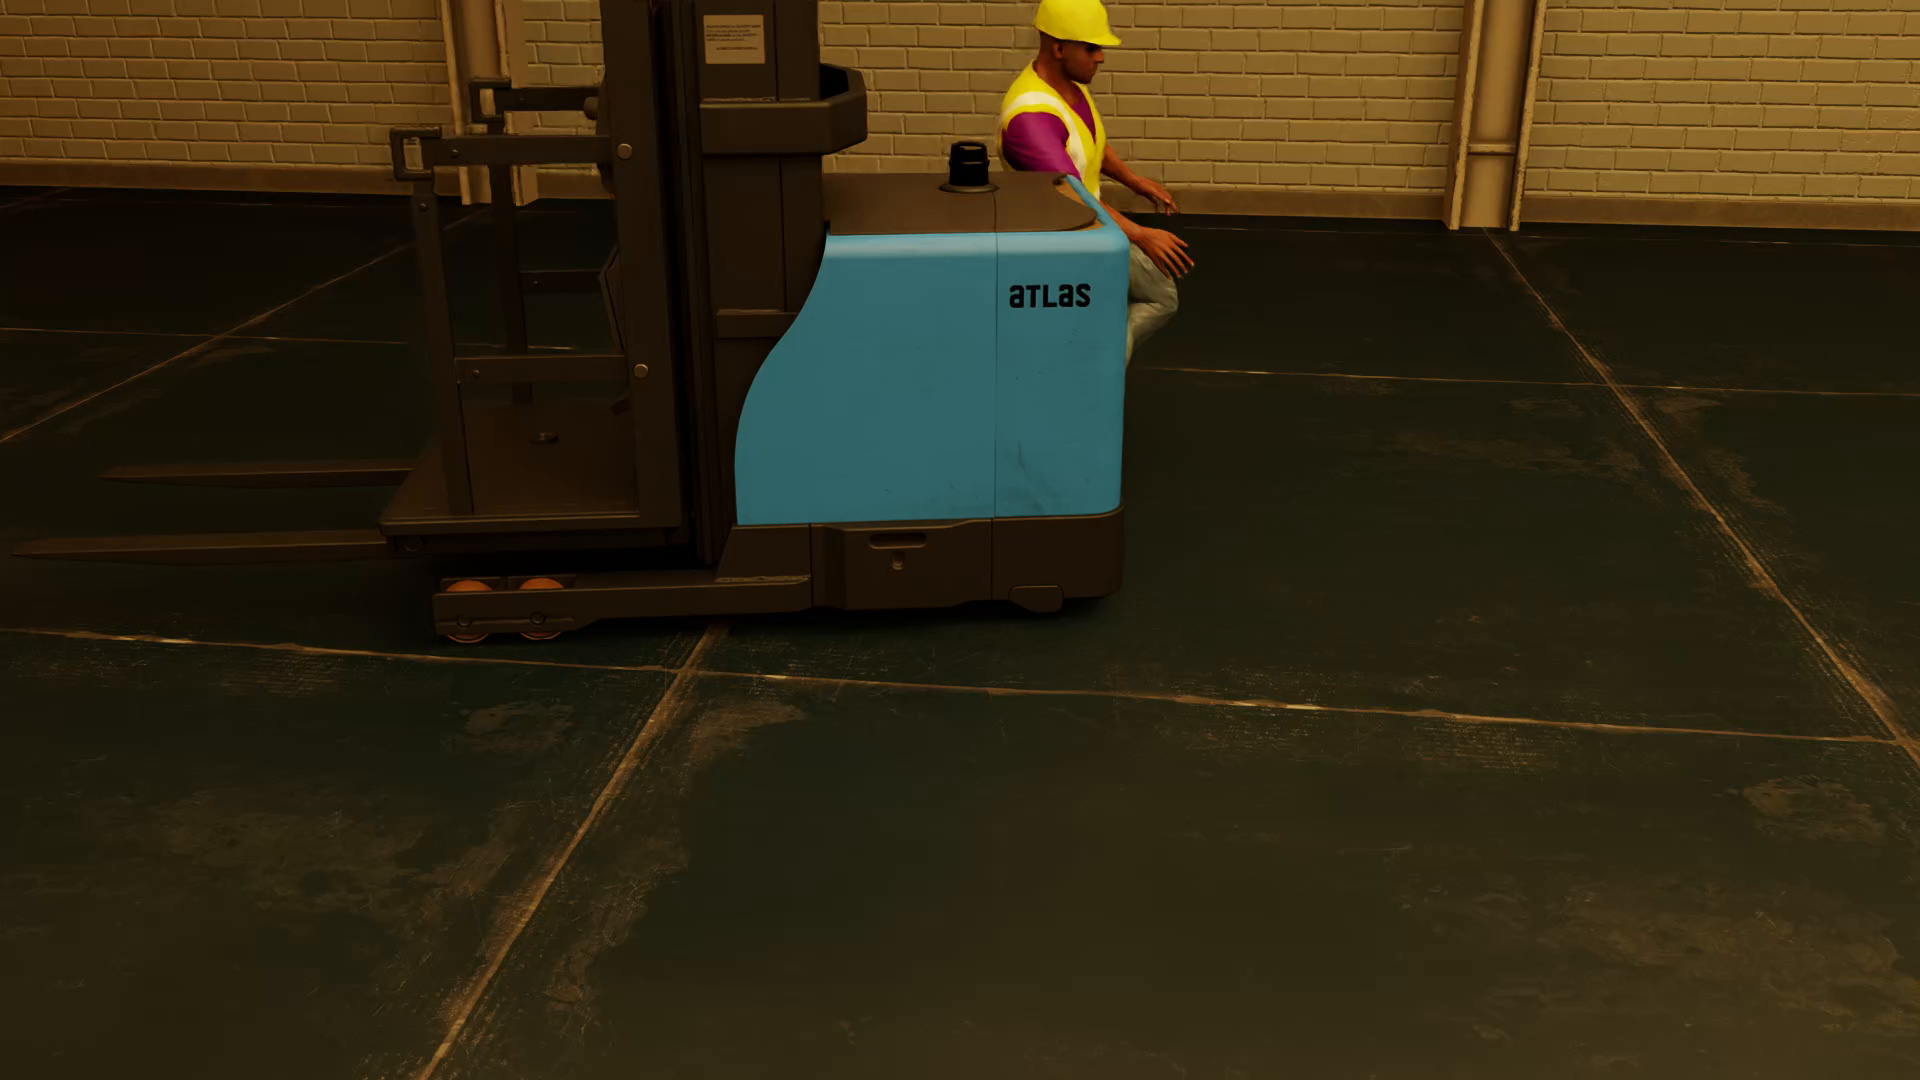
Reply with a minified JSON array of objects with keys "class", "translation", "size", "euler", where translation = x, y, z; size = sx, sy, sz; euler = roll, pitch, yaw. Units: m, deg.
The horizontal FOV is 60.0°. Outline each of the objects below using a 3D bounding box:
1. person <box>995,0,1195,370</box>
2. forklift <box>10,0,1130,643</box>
[{"class":"person","translation":[0.507,-1.029,5.619],"size":[0.736,1.603,0.861],"euler":[7,23,18]},{"class":"forklift","translation":[-1.088,-1.287,4.449],"size":[3.031,2.935,1.130],"euler":[-2,22,-4]}]
